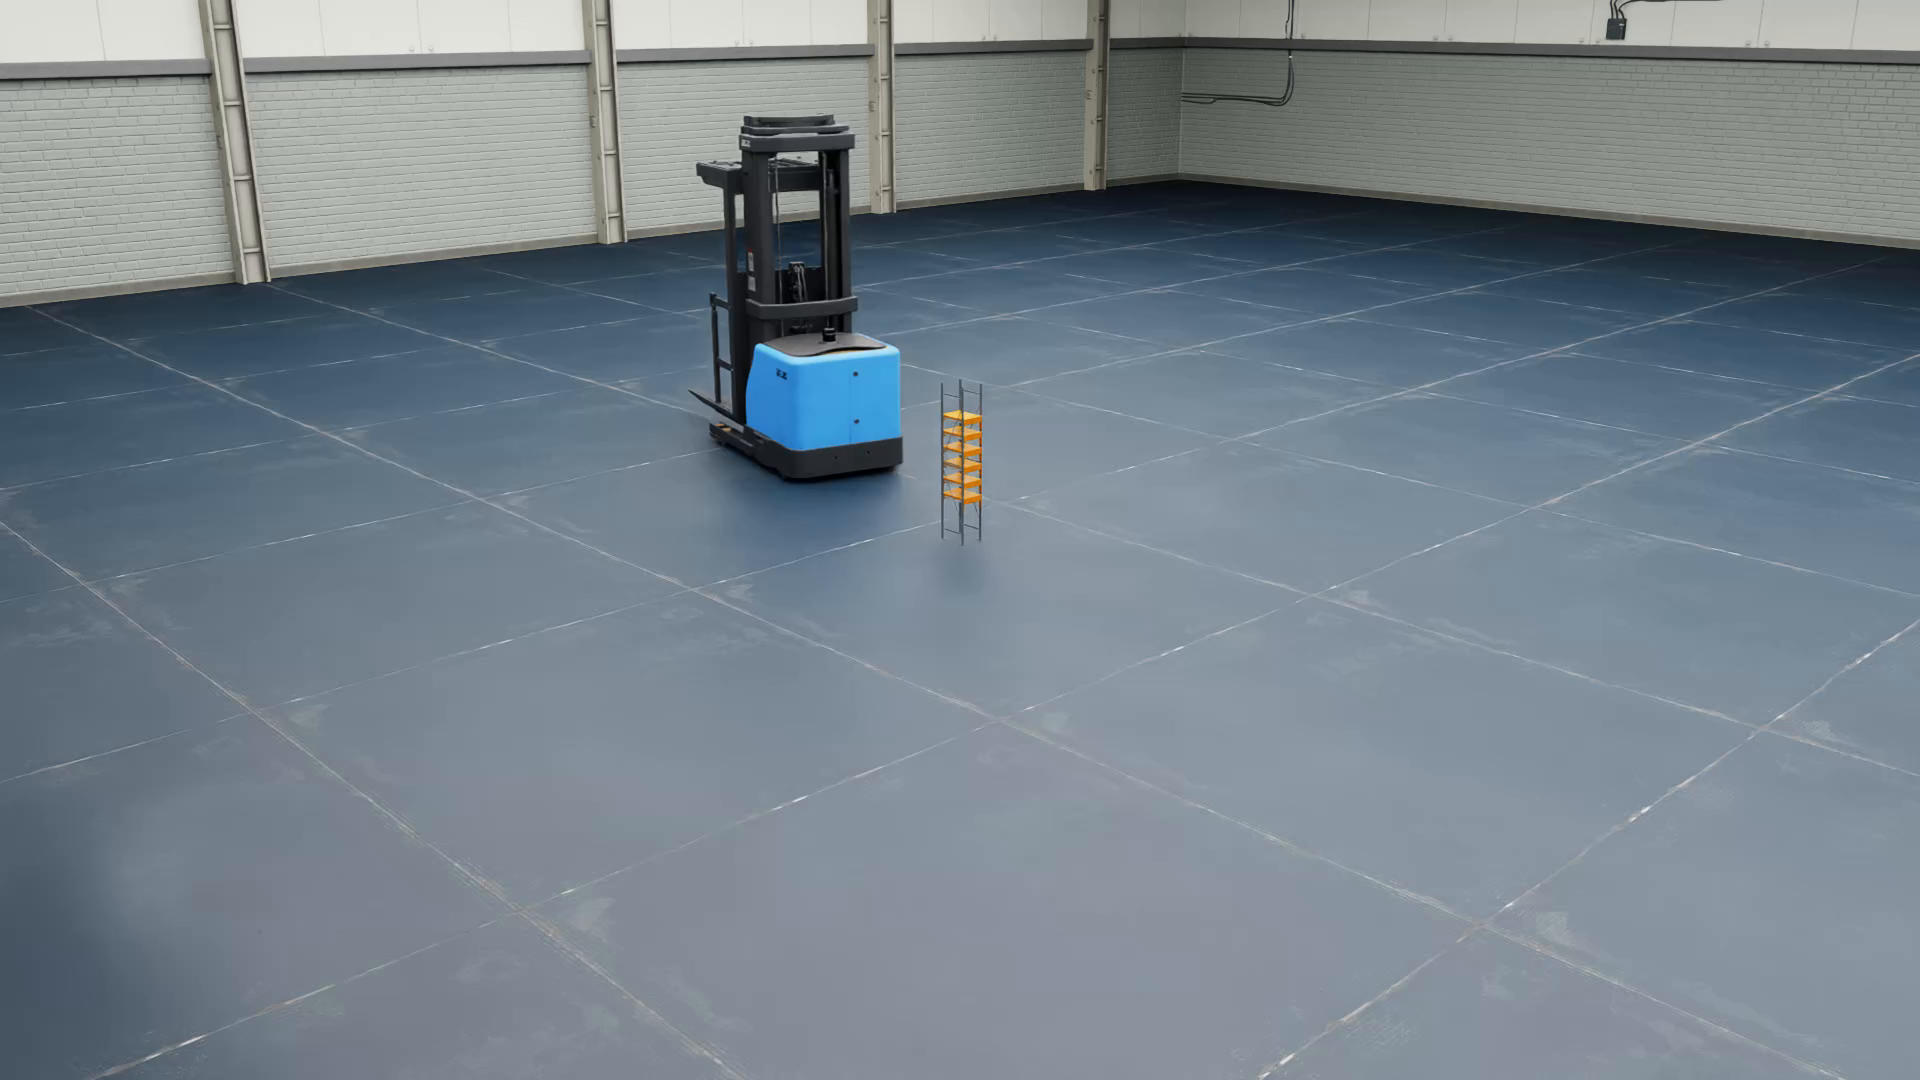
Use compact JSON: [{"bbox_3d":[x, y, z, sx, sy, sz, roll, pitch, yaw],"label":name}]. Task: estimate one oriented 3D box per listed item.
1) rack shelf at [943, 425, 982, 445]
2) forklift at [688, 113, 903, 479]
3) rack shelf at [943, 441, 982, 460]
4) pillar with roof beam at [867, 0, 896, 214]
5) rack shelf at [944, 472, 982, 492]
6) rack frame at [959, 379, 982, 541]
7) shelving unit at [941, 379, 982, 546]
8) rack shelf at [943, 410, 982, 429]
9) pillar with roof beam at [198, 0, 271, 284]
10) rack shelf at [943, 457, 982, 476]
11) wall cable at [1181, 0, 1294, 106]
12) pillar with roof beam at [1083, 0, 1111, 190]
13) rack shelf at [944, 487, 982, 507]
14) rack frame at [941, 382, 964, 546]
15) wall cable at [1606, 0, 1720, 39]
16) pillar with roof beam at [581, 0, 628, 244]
[{"bbox_3d":[0.011,-0.760,12.249,0.180,0.103,0.258,-16,24,-41],"label":"rack shelf"},{"bbox_3d":[-1.646,-2.311,14.859,1.130,2.935,3.031,-10,20,-27],"label":"forklift"},{"bbox_3d":[0.011,-0.646,12.286,0.180,0.103,0.258,-16,24,-41],"label":"rack shelf"},{"bbox_3d":[1.489,-9.584,27.453,0.400,9.000,9.100,-16,24,-41],"label":"pillar with roof beam"},{"bbox_3d":[0.011,-0.417,12.360,0.180,0.103,0.258,-16,24,-41],"label":"rack shelf"},{"bbox_3d":[0.077,-0.593,12.369,0.006,1.200,0.240,-16,24,-41],"label":"rack frame"},{"bbox_3d":[0.011,-0.574,12.309,0.189,1.200,0.258,-16,24,-41],"label":"shelving unit"},{"bbox_3d":[0.011,-0.874,12.212,0.180,0.103,0.258,-16,24,-41],"label":"rack shelf"},{"bbox_3d":[-7.230,-7.041,19.610,0.400,9.000,9.100,-16,24,-41],"label":"pillar with roof beam"},{"bbox_3d":[0.011,-0.532,12.323,0.180,0.103,0.258,-16,24,-41],"label":"rack shelf"},{"bbox_3d":[5.941,-10.671,35.840,0.112,2.526,3.097,-16,24,-41],"label":"wall cable"},{"bbox_3d":[5.849,-10.855,31.374,0.400,9.000,9.100,-16,24,-41],"label":"pillar with roof beam"},{"bbox_3d":[0.011,-0.303,12.397,0.180,0.103,0.258,-16,24,-41],"label":"rack shelf"},{"bbox_3d":[-0.056,-0.554,12.249,0.006,1.200,0.240,-16,24,-41],"label":"rack frame"},{"bbox_3d":[12.451,-11.635,28.265,0.169,6.003,2.305,-16,24,-41],"label":"wall cable"},{"bbox_3d":[-2.870,-8.312,23.532,0.400,9.000,9.100,-16,24,-41],"label":"pillar with roof beam"}]
